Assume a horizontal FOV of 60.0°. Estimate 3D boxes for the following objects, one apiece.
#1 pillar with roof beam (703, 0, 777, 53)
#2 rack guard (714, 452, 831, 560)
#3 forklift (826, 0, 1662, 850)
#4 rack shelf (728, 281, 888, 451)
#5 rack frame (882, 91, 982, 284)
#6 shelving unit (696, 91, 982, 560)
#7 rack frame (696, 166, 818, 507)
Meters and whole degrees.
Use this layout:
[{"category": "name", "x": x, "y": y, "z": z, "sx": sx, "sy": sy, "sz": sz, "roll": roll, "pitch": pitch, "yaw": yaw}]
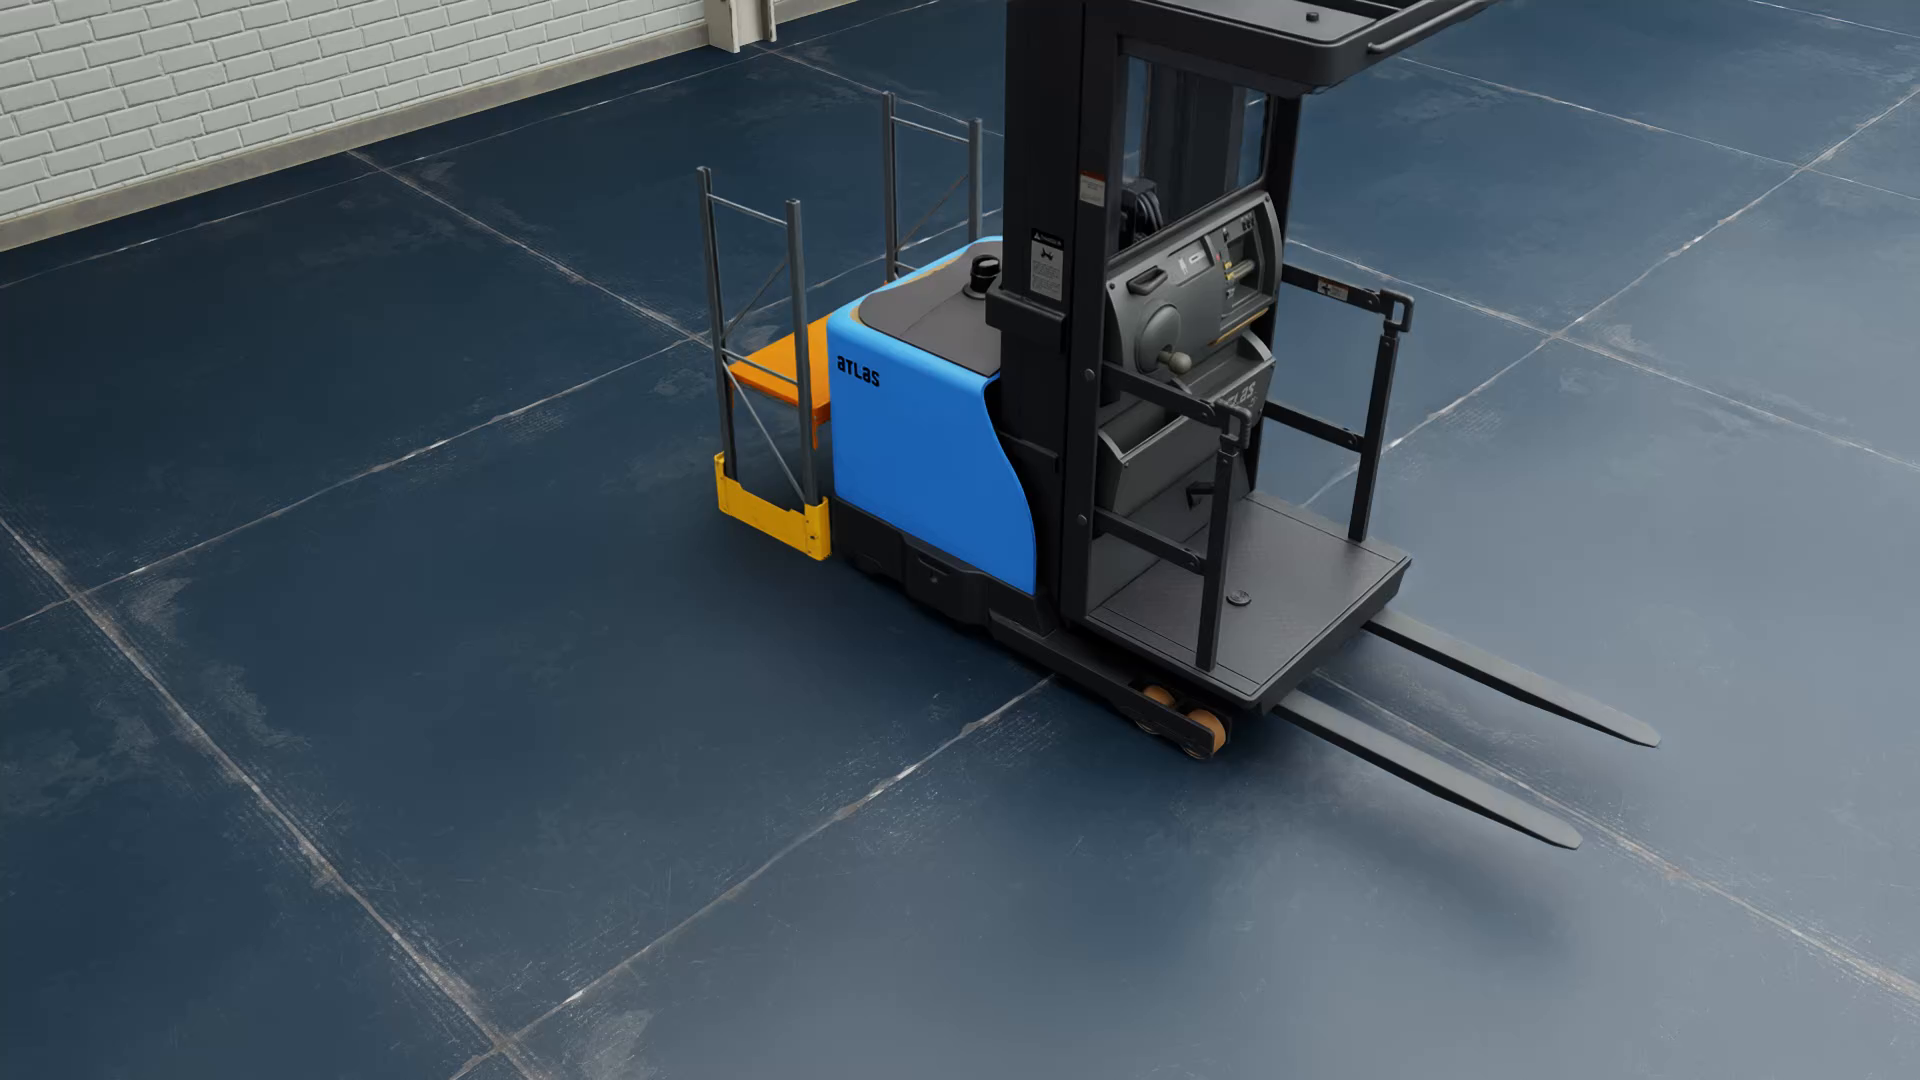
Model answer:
[{"category": "pillar with roof beam", "x": 1.503, "y": -5.505, "z": 6.777, "sx": 9.100, "sy": 9.000, "sz": 0.400, "roll": 30, "pitch": 45, "yaw": 35}, {"category": "rack guard", "x": -0.761, "y": -0.145, "z": 6.739, "sx": 0.587, "sy": 0.250, "sz": 0.087, "roll": 25, "pitch": 42, "yaw": 32}, {"category": "forklift", "x": 0.937, "y": -0.798, "z": 5.331, "sx": 3.031, "sy": 2.935, "sz": 1.130, "roll": 26, "pitch": 43, "yaw": 33}, {"category": "rack shelf", "x": -0.438, "y": -0.733, "z": 6.805, "sx": 0.538, "sy": 0.185, "sz": 1.000, "roll": 25, "pitch": 42, "yaw": 32}, {"category": "rack frame", "x": -0.114, "y": -1.105, "z": 7.023, "sx": 0.500, "sy": 1.500, "sz": 0.032, "roll": 25, "pitch": 42, "yaw": 32}, {"category": "shelving unit", "x": -0.444, "y": -0.877, "z": 6.696, "sx": 0.587, "sy": 1.500, "sz": 1.083, "roll": 25, "pitch": 42, "yaw": 32}, {"category": "rack frame", "x": -0.762, "y": -0.657, "z": 6.381, "sx": 0.500, "sy": 1.500, "sz": 0.032, "roll": 25, "pitch": 42, "yaw": 32}]
